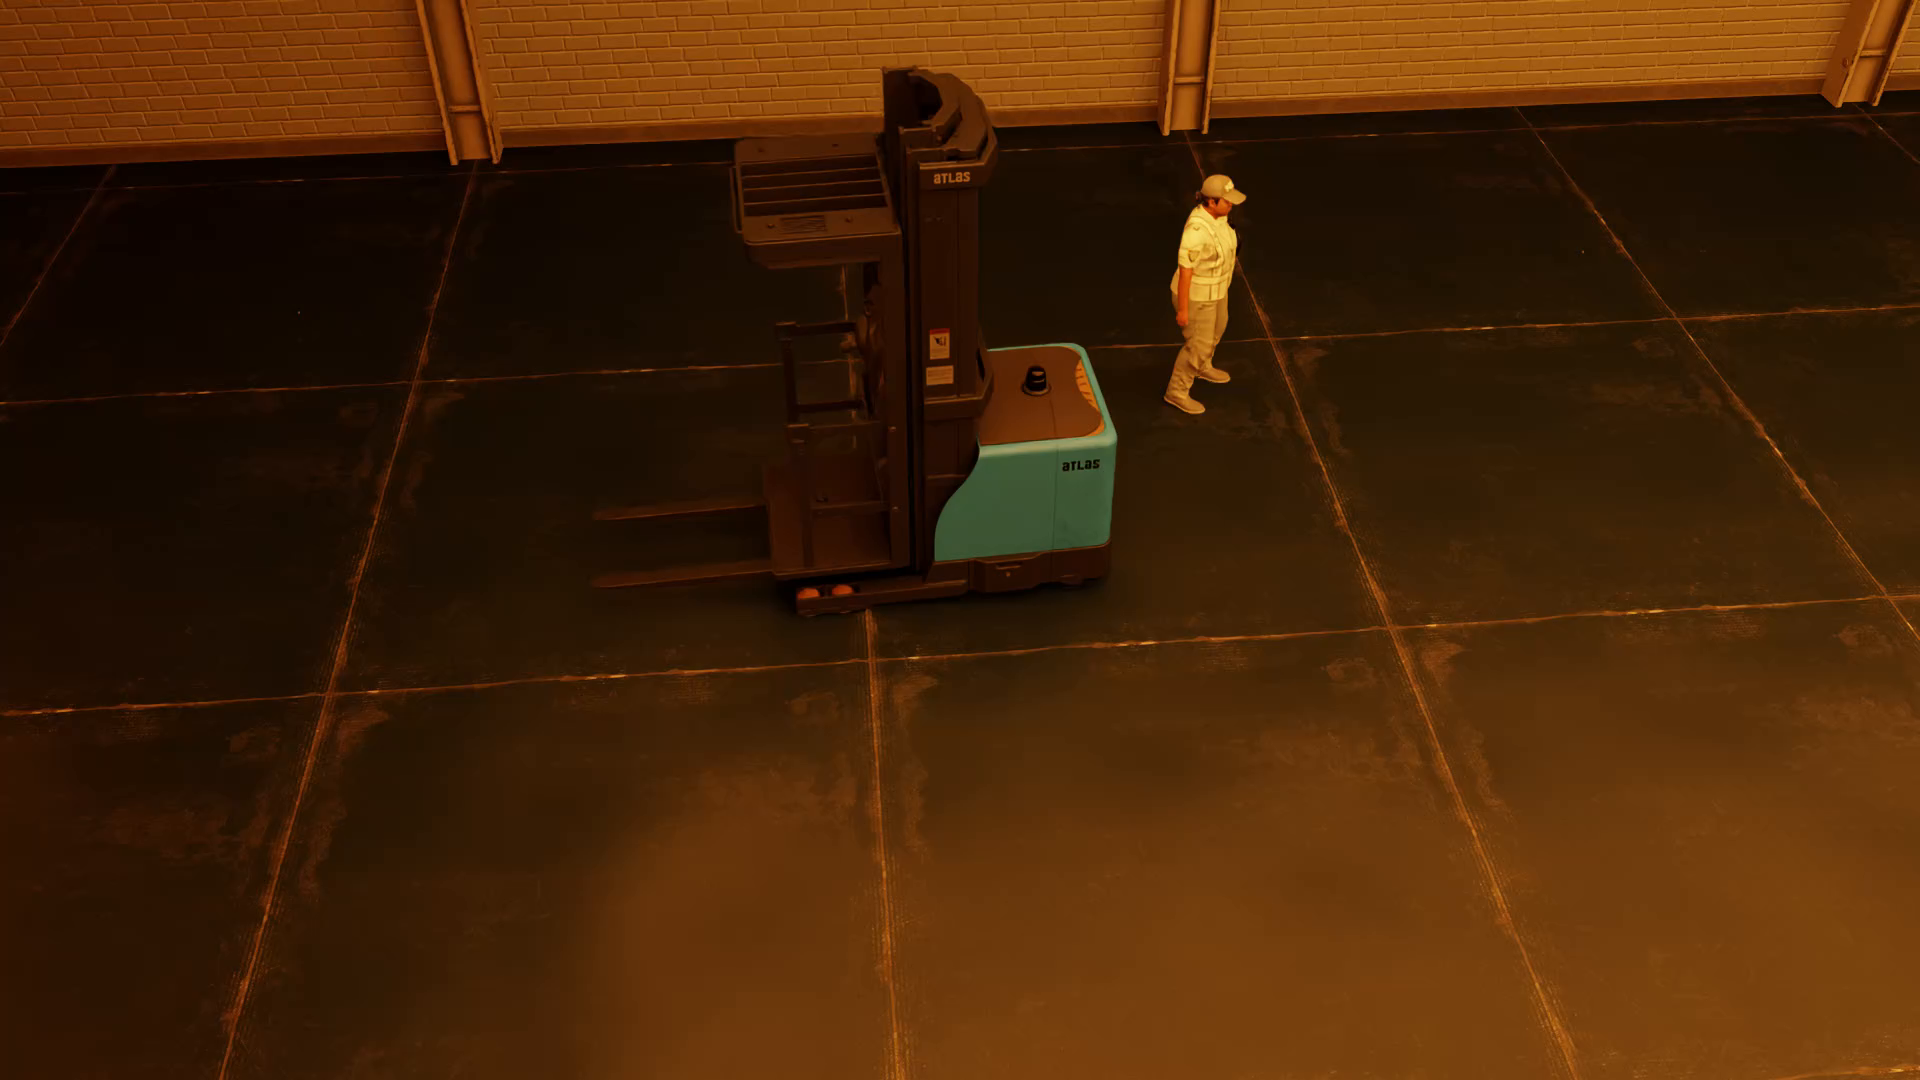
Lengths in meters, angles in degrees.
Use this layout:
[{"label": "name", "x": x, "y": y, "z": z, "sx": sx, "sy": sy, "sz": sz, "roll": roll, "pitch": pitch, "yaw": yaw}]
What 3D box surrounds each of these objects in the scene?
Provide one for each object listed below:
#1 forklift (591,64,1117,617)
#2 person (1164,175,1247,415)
[{"label": "forklift", "x": -0.671, "y": -1.037, "z": 9.150, "sx": 3.031, "sy": 2.935, "sz": 1.130, "roll": -6, "pitch": 41, "yaw": -7}, {"label": "person", "x": 1.588, "y": -1.632, "z": 10.829, "sx": 0.407, "sy": 1.655, "sz": 0.628, "roll": 16, "pitch": 43, "yaw": 18}]
